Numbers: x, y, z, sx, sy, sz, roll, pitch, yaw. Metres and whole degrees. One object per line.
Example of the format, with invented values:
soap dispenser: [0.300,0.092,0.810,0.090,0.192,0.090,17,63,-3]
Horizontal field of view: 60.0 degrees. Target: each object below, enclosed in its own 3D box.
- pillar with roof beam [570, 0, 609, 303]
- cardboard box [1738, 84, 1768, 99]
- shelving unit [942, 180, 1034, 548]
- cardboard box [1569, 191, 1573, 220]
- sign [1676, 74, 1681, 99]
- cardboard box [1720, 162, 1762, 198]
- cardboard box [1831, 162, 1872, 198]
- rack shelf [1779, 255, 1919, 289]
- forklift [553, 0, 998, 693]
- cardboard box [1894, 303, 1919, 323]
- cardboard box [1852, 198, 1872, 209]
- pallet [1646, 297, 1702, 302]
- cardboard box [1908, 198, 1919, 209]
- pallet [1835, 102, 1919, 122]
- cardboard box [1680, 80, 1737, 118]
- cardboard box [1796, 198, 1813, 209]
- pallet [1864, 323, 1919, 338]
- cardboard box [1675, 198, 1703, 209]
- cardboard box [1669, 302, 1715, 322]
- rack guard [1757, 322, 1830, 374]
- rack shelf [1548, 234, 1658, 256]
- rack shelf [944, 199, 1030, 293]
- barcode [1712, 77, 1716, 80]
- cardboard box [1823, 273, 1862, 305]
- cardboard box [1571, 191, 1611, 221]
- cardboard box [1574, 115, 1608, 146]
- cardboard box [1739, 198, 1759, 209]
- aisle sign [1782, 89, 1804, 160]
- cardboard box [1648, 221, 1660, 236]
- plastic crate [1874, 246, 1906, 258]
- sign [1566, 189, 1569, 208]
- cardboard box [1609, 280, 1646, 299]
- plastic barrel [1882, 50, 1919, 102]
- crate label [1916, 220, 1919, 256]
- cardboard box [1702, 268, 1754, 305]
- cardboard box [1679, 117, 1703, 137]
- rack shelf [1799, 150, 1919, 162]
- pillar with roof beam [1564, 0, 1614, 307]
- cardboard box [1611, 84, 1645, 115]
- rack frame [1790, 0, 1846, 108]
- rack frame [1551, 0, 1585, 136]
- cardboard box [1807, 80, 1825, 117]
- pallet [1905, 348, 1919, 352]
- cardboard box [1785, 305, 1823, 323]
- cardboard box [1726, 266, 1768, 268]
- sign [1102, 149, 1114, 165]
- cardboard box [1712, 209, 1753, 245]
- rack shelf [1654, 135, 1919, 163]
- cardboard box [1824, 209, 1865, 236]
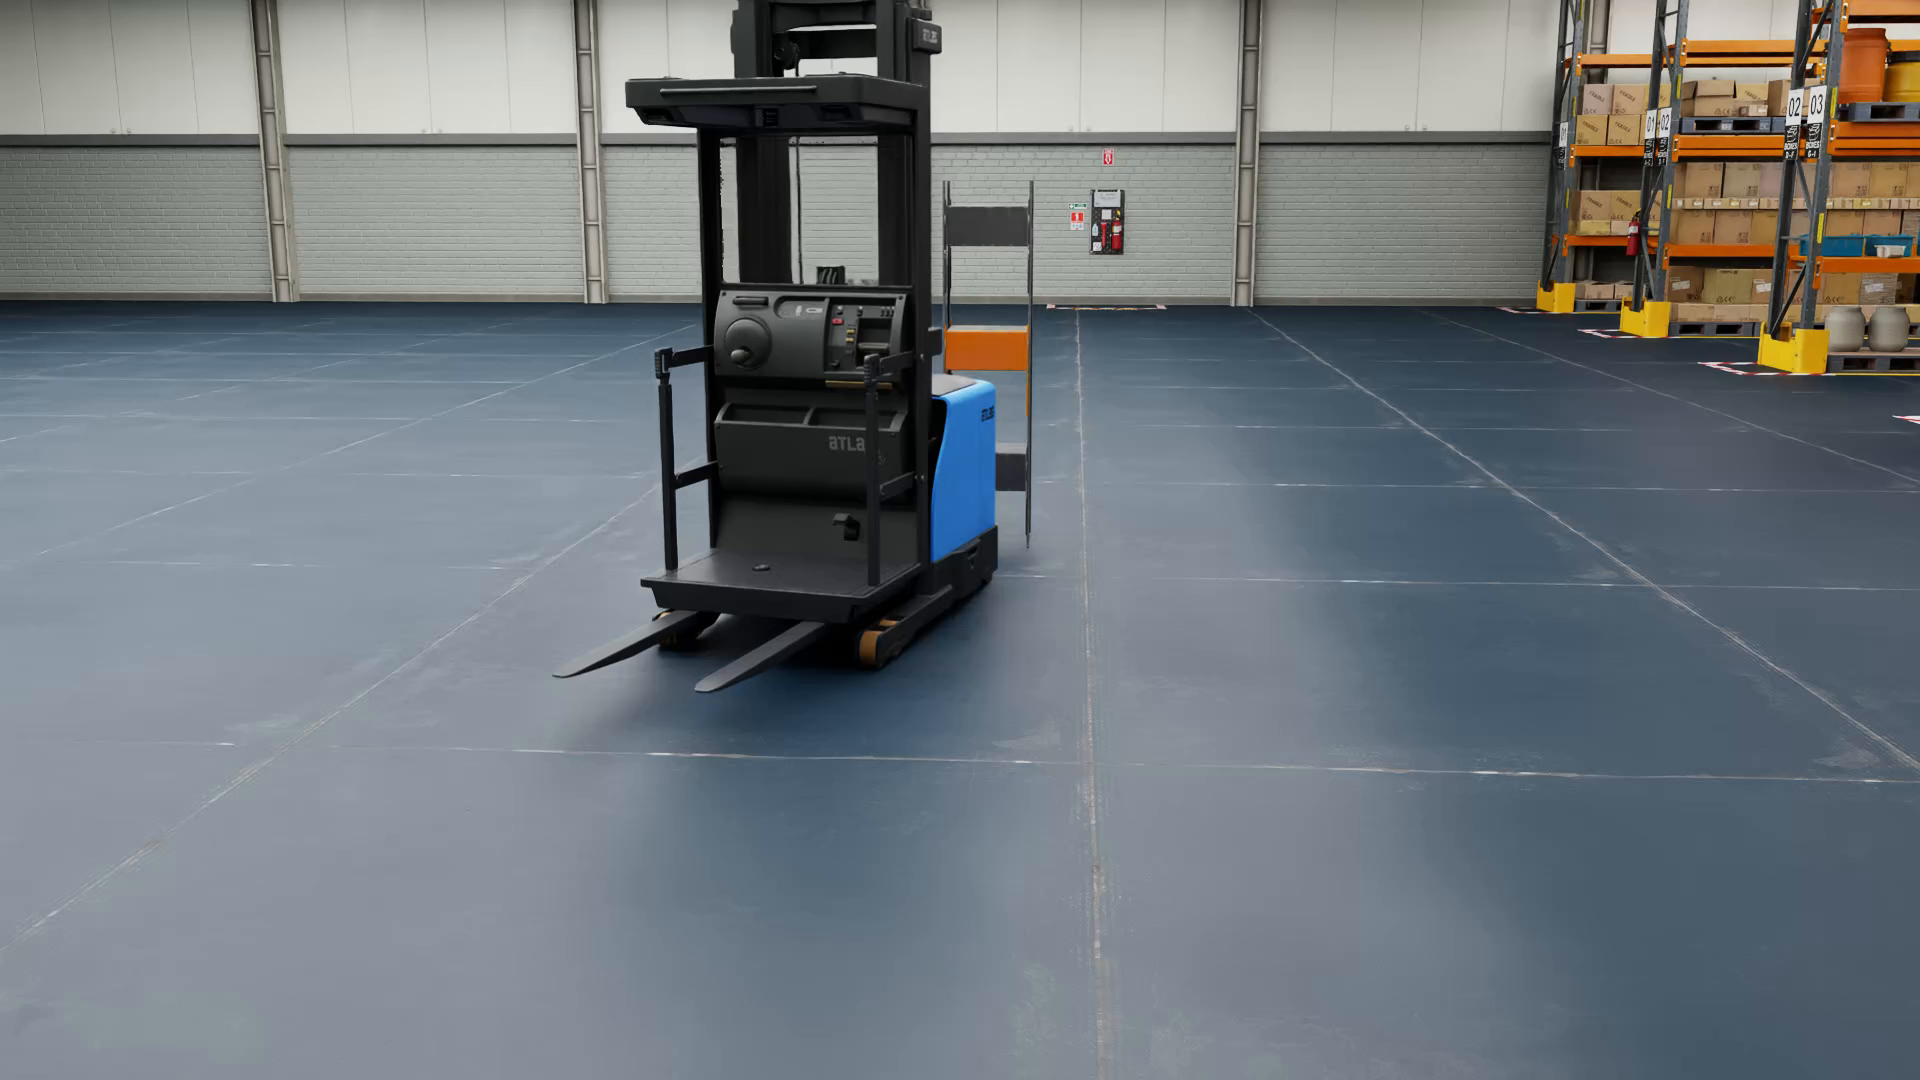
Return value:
pillar with roof beam: [-7.106,-7.980,26.111,0.400,9.000,9.100,1,12,4]
cardboard box: [13.308,-7.428,28.064,0.500,0.500,0.500,1,12,7]
shelving unit: [0.165,-1.025,9.714,0.503,2.100,0.431,1,12,4]
cardboard box: [10.870,-5.850,29.067,0.500,0.500,0.500,1,12,3]
sign: [10.015,-6.319,23.169,0.005,0.325,0.100,1,12,4]
cardboard box: [11.101,-5.166,23.897,0.500,0.500,0.700,0,12,2]
cardboard box: [12.602,-5.145,23.799,0.500,0.500,0.700,1,12,4]
rack shelf: [11.719,-3.106,19.221,4.000,0.370,1.077,1,12,4]
forklift: [-0.757,-0.969,7.413,1.130,2.935,3.031,4,12,18]
cardboard box: [13.572,-3.264,23.909,0.500,0.250,0.500,1,12,4]
cardboard box: [12.748,-4.784,23.654,0.250,0.149,0.380,1,12,3]
pallet: [12.483,-4.108,29.064,1.213,0.211,1.003,1,12,4]
cardboard box: [13.517,-4.773,23.604,0.250,0.149,0.380,1,12,3]
pallet: [10.542,-4.830,18.841,1.213,0.211,1.003,1,12,4]
cardboard box: [10.631,-6.282,23.699,0.637,0.503,0.797,2,12,8]
cardboard box: [11.969,-4.794,23.701,0.250,0.149,0.380,1,12,4]
pallet: [13.258,-3.098,24.232,1.213,0.211,1.003,1,12,4]
cardboard box: [10.435,-4.815,23.803,0.250,0.149,0.380,1,12,3]
cardboard box: [10.578,-3.305,24.102,0.500,0.250,0.500,1,12,4]
rack guard: [9.802,-2.271,19.575,0.348,0.500,1.175,1,12,4]
rack shelf: [12.381,-5.130,28.896,4.000,0.370,1.077,1,12,4]
rack shelf: [0.165,-1.697,9.573,0.480,0.518,0.431,1,12,4]
barcode: [13.018,-7.960,28.701,0.075,0.075,0.001,1,12,4]
cardboard box: [12.575,-3.647,23.905,0.500,0.500,0.500,1,12,4]
cardboard box: [10.842,-5.745,28.565,0.500,0.500,0.500,1,12,4]
cardboard box: [10.702,-6.981,28.368,0.500,0.500,0.500,1,12,5]
cardboard box: [11.199,-4.804,23.752,0.250,0.149,0.380,1,12,3]
aisle sign: [9.671,-4.820,19.307,0.004,0.787,0.394,1,12,4]
cardboard box: [11.878,-5.362,28.566,0.500,0.250,0.500,1,12,3]
plastic crate: [10.595,-3.279,18.932,0.250,0.136,0.298,1,12,4]
sign: [10.349,-5.823,28.335,0.005,0.325,0.100,1,12,4]
cardboard box: [11.638,-4.373,29.013,0.500,0.311,0.500,2,12,8]
plastic barrel: [10.869,-5.262,18.958,0.600,0.588,0.600,0,12,0]
crate label: [11.578,-3.533,19.418,0.616,0.435,0.502,1,12,4]
cardboard box: [11.077,-3.665,23.994,0.500,0.500,0.500,1,12,4]
cardboard box: [12.290,-6.957,28.254,0.500,0.500,0.500,2,12,7]
rack shelf: [16.372,-6.544,28.328,4.000,0.370,1.077,1,12,4]
pillar with roof beam: [10.854,-7.734,24.934,0.400,9.000,9.100,1,12,4]
cardboard box: [11.251,-7.454,28.187,0.500,0.500,0.500,1,12,3]
rack frame: [9.723,-6.422,18.664,0.127,3.000,1.000,1,12,4]
rack frame: [10.385,-8.446,28.339,0.127,3.000,1.000,1,12,4]
cardboard box: [12.414,-6.284,23.710,0.637,0.503,0.797,2,12,10]
pallet: [11.826,-2.100,19.464,1.213,0.211,1.003,1,12,4]
cardboard box: [12.075,-3.284,24.002,0.500,0.250,0.500,1,12,4]
cardboard box: [11.612,-3.767,24.482,0.500,0.500,0.500,1,12,4]
sign: [2.690,-6.956,30.204,0.199,0.298,0.001,1,12,4]
cardboard box: [11.047,-4.531,24.032,0.500,0.500,0.700,1,12,5]
rack shelf: [12.054,-5.586,23.751,4.000,0.370,1.077,1,12,4]
cardboard box: [12.579,-4.510,23.931,0.500,0.500,0.700,1,12,5]
